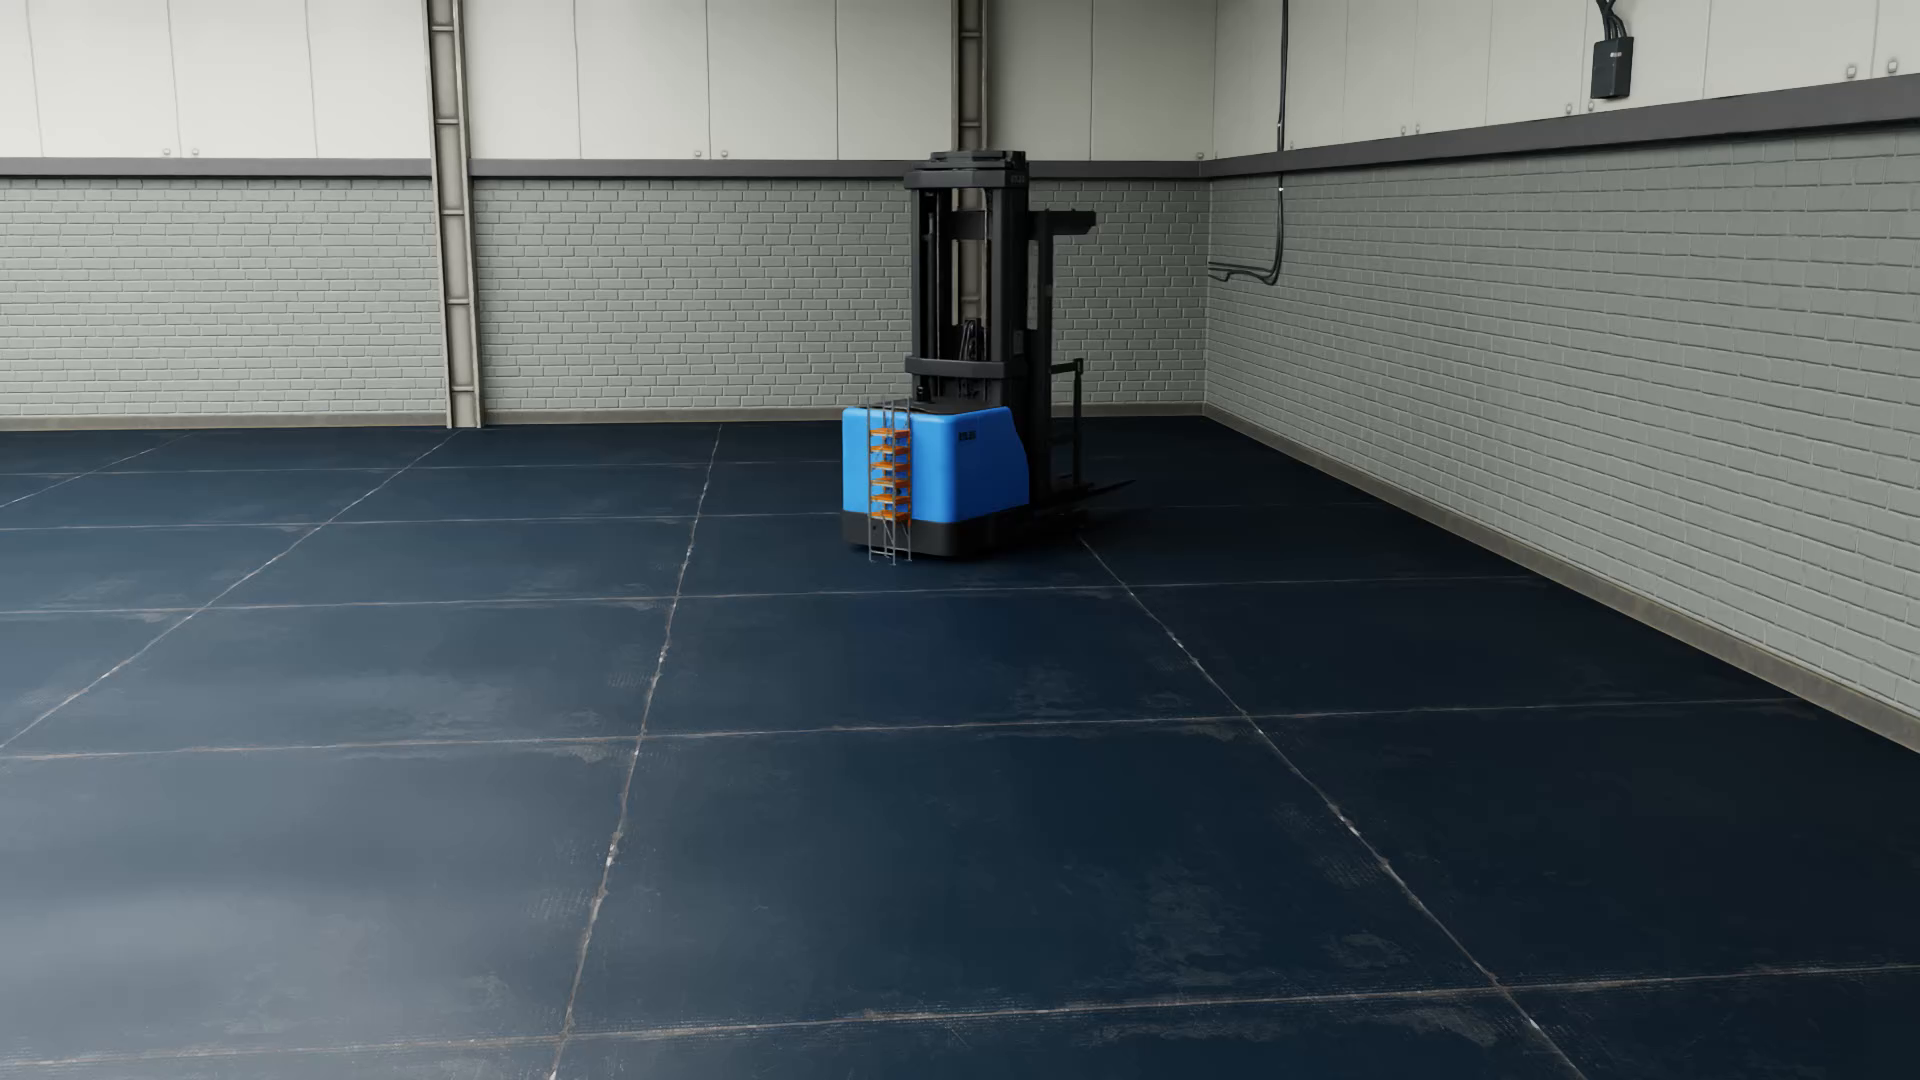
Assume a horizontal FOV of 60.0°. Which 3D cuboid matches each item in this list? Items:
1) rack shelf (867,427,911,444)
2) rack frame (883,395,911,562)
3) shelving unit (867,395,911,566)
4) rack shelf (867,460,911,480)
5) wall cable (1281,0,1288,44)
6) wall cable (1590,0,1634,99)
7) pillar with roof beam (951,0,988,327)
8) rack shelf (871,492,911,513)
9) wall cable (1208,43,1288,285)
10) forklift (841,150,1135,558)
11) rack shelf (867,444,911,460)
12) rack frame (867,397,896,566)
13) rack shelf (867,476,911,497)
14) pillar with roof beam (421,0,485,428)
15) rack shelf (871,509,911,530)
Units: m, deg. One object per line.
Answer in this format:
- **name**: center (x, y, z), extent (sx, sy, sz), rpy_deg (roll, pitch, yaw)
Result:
- **rack shelf**: center (-0.508, -0.740, 11.884), extent (0.258, 0.103, 0.180), rpy_deg (8, 14, 34)
- **rack frame**: center (-0.456, -0.444, 12.018), extent (0.240, 1.200, 0.006), rpy_deg (8, 14, 34)
- **shelving unit**: center (-0.508, -0.430, 11.945), extent (0.258, 1.200, 0.189), rpy_deg (8, 14, 34)
- **rack shelf**: center (-0.508, -0.504, 11.930), extent (0.258, 0.103, 0.180), rpy_deg (8, 14, 34)
- **wall cable**: center (3.472, -6.134, 15.698), extent (0.112, 2.526, 3.097), rpy_deg (-1, 11, -6)
- **wall cable**: center (4.189, -5.546, 8.934), extent (0.169, 6.003, 2.305), rpy_deg (-1, 11, -6)
- **pillar with roof beam**: center (0.573, -5.065, 15.303), extent (0.400, 9.000, 9.100), rpy_deg (-1, 11, -6)
- **rack shelf**: center (-0.508, -0.269, 11.977), extent (0.258, 0.103, 0.180), rpy_deg (8, 14, 34)
- **wall cable**: center (3.180, -4.175, 18.824), extent (0.112, 2.526, 3.097), rpy_deg (-1, 11, -6)
- **forklift**: center (0.372, -1.540, 13.105), extent (1.130, 2.935, 3.031), rpy_deg (8, 14, 34)
- **rack shelf**: center (-0.508, -0.622, 11.907), extent (0.258, 0.103, 0.180), rpy_deg (8, 14, 34)
- **rack frame**: center (-0.561, -0.416, 11.872), extent (0.240, 1.200, 0.006), rpy_deg (8, 14, 34)
- **rack shelf**: center (-0.508, -0.386, 11.954), extent (0.258, 0.103, 0.180), rpy_deg (8, 14, 34)
- **pillar with roof beam**: center (-5.392, -4.940, 14.667), extent (0.400, 9.000, 9.100), rpy_deg (-1, 11, -6)
- **rack shelf**: center (-0.508, -0.151, 12.000), extent (0.258, 0.103, 0.180), rpy_deg (8, 14, 34)
